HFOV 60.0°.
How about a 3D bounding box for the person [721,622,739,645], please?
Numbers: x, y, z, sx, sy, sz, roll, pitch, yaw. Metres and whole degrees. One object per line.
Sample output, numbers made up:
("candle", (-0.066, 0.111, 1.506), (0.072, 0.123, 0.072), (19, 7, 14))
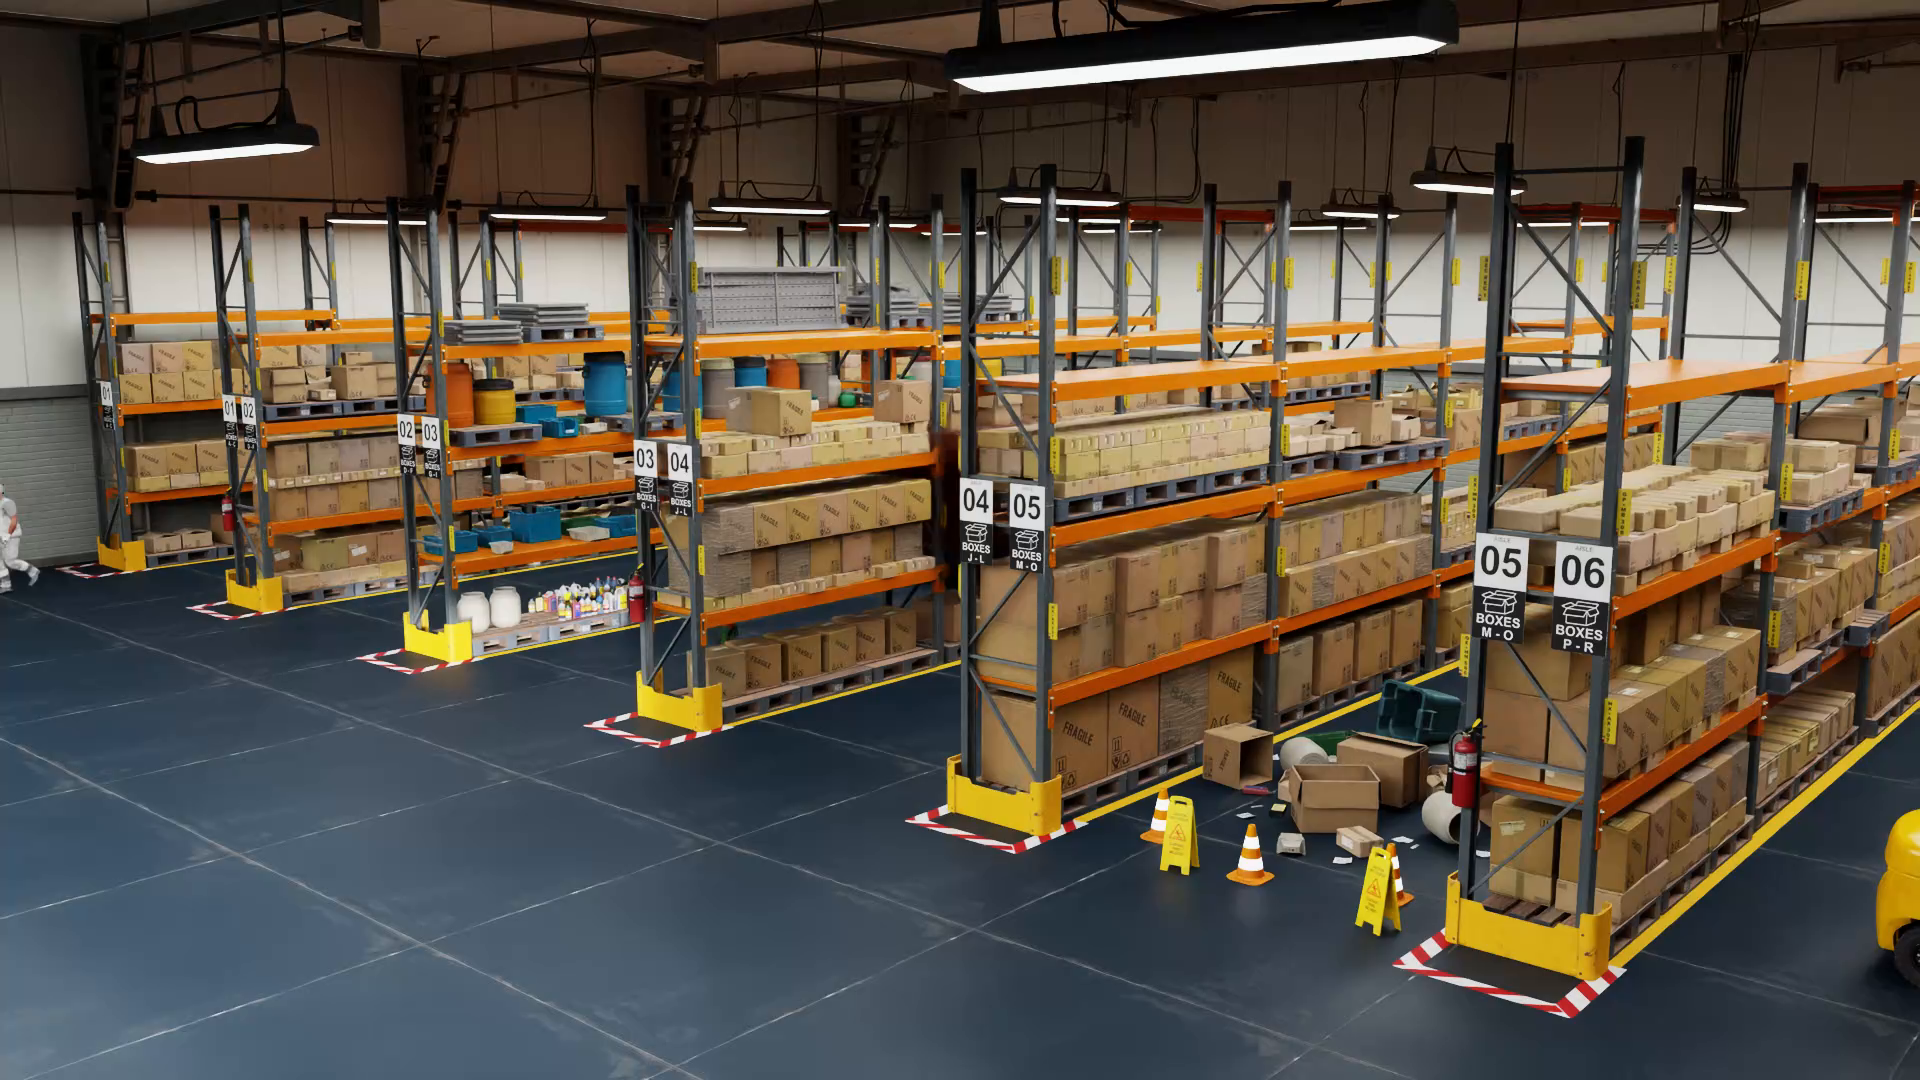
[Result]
("person", (-2.878, 0.508, 21.196), (0.593, 1.834, 0.566), (5, 11, 30))

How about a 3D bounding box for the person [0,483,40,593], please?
("person", (-15.006, -0.053, 26.310), (0.620, 1.764, 0.701), (7, 11, 34))
